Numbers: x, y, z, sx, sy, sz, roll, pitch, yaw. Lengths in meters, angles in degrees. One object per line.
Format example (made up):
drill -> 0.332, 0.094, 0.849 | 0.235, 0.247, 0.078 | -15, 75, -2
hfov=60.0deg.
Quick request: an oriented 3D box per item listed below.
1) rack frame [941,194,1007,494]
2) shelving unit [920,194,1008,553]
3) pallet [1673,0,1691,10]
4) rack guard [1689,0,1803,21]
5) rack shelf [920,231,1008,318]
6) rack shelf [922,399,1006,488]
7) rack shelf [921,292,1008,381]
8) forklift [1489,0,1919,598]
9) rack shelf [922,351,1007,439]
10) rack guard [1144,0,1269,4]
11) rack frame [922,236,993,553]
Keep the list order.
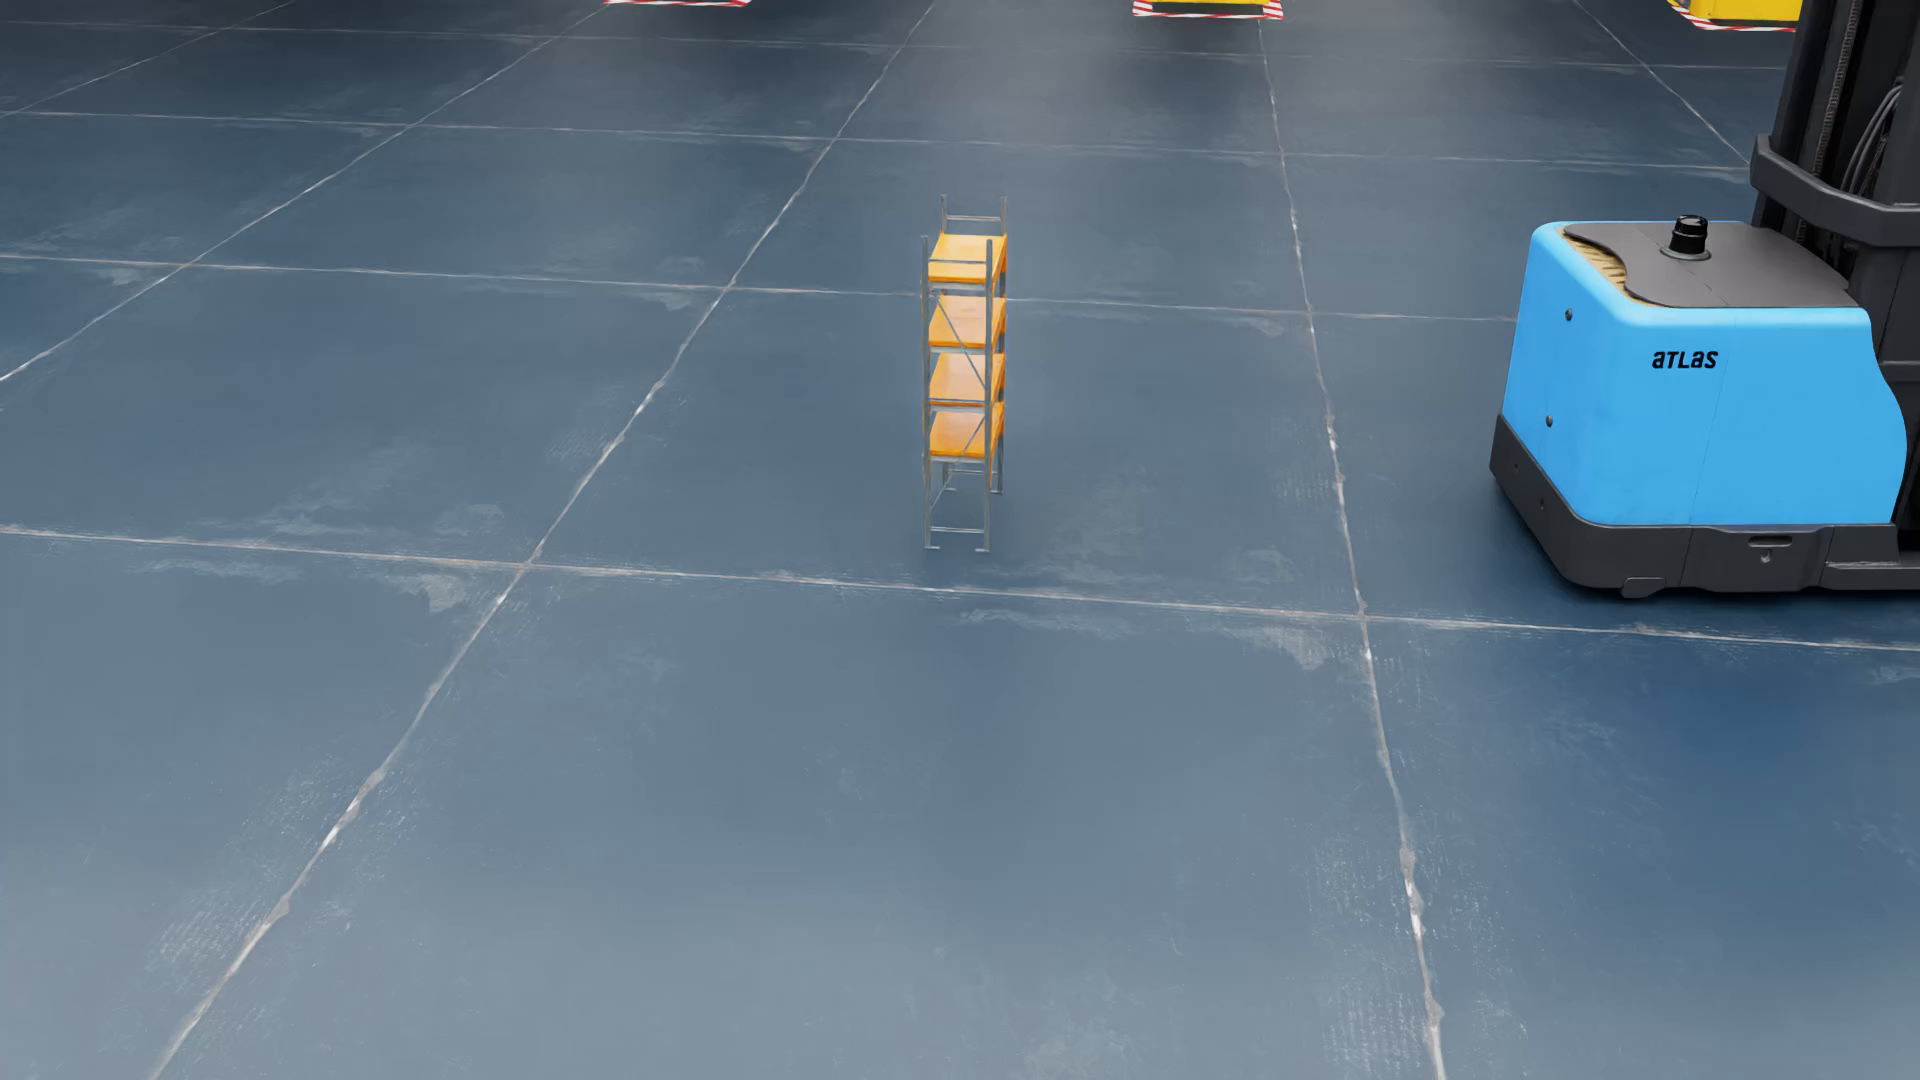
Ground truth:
rack frame -> 0.050, -0.721, 6.323 | 0.240, 1.200, 0.015 | 3, 28, 6
shelving unit -> 0.020, -0.606, 6.110 | 0.258, 1.200, 0.503 | 3, 28, 6
pallet -> 7.251, -5.220, 15.717 | 1.003, 0.211, 1.213 | 3, 28, 6
rack guard -> 7.228, -4.955, 14.920 | 1.175, 0.500, 0.348 | 3, 28, 6
rack shelf -> 0.020, -0.952, 5.924 | 0.258, 0.148, 0.480 | 3, 28, 6
rack shelf -> 0.020, -0.372, 6.236 | 0.258, 0.148, 0.480 | 3, 28, 6
rack shelf -> 0.020, -0.744, 6.036 | 0.258, 0.148, 0.480 | 3, 28, 6
forklift -> 3.630, -1.319, 5.607 | 3.031, 2.935, 1.130 | 0, 28, -1
rack shelf -> 0.020, -0.547, 6.142 | 0.258, 0.148, 0.480 | 3, 28, 6
rack guard -> 2.330, -5.338, 15.631 | 1.175, 0.500, 0.348 | 3, 28, 6
rack frame -> -0.010, -0.491, 5.897 | 0.240, 1.200, 0.015 | 3, 28, 6
